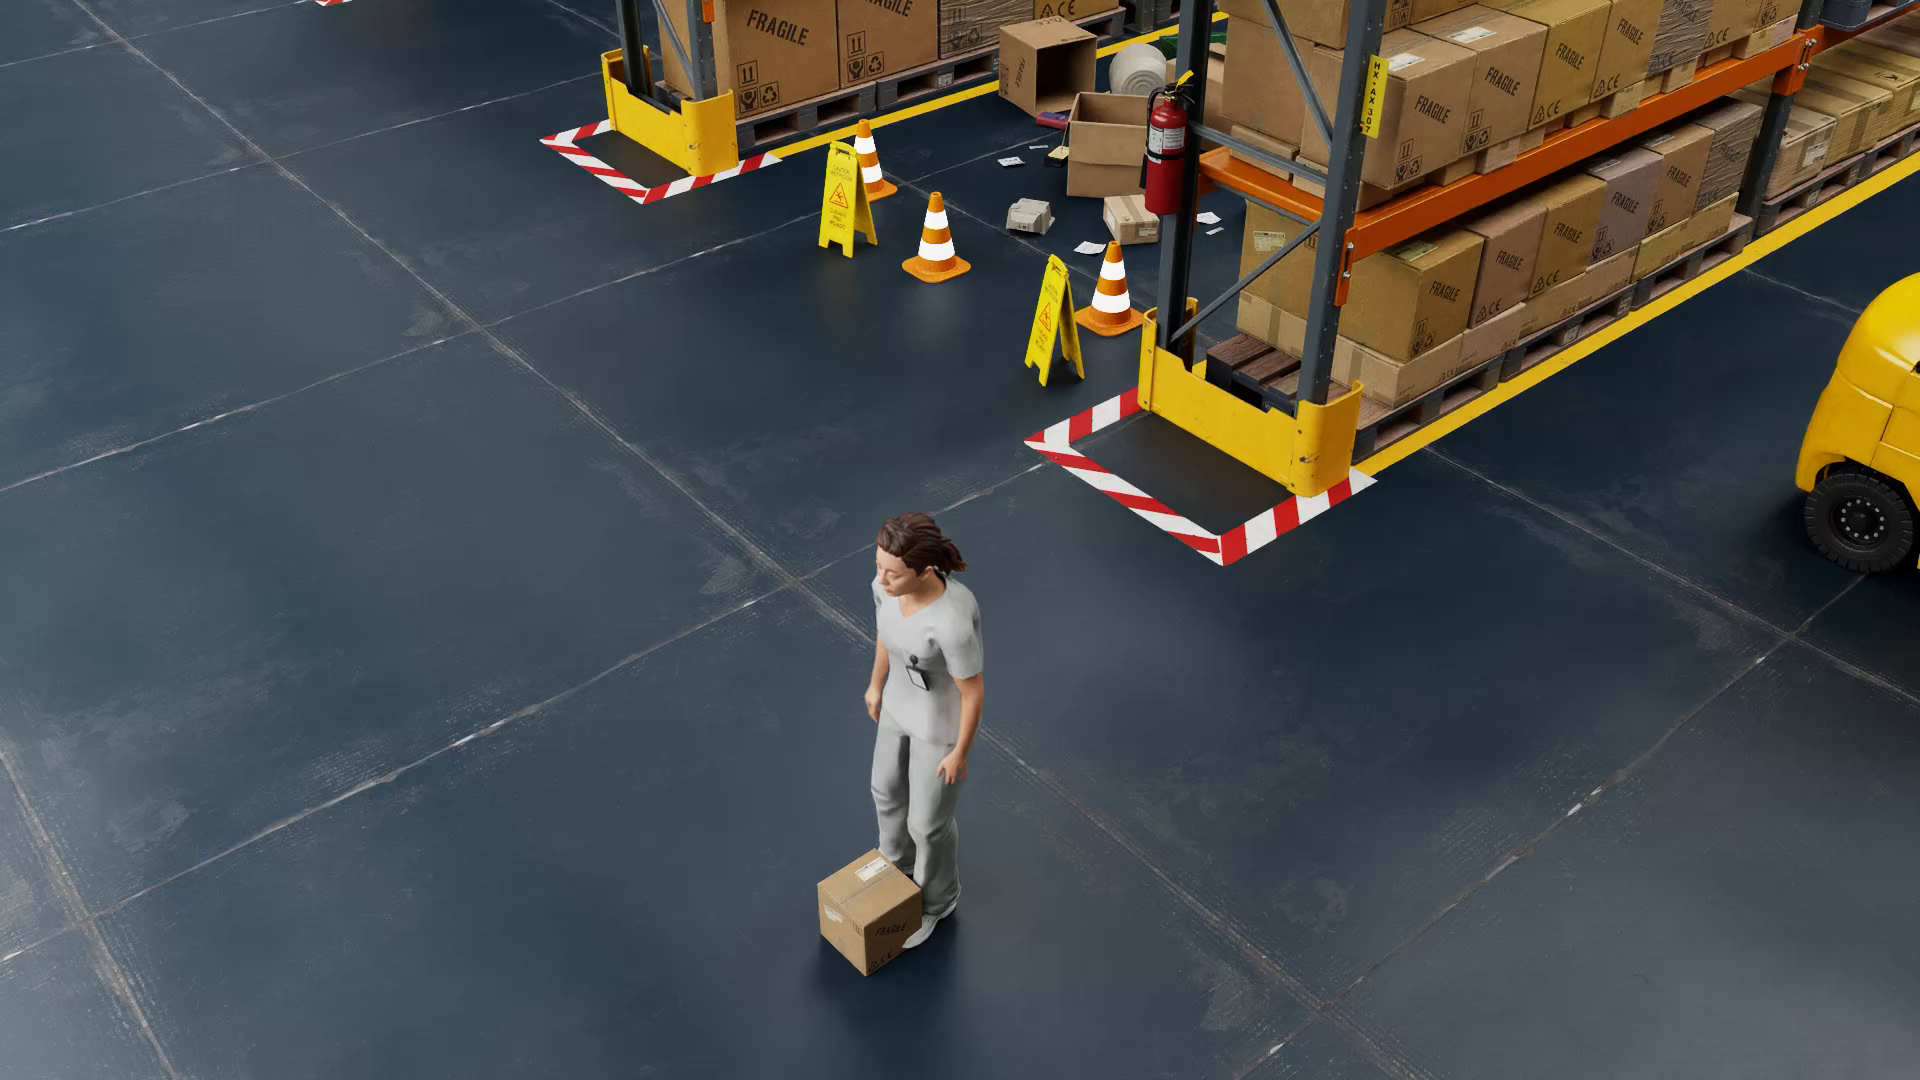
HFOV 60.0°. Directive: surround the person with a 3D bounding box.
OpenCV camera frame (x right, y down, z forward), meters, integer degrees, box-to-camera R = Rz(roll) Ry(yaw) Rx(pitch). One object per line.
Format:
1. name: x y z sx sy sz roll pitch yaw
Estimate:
1. person: -0.140 0.592 5.335 0.407 1.672 0.485 -26 43 -31
